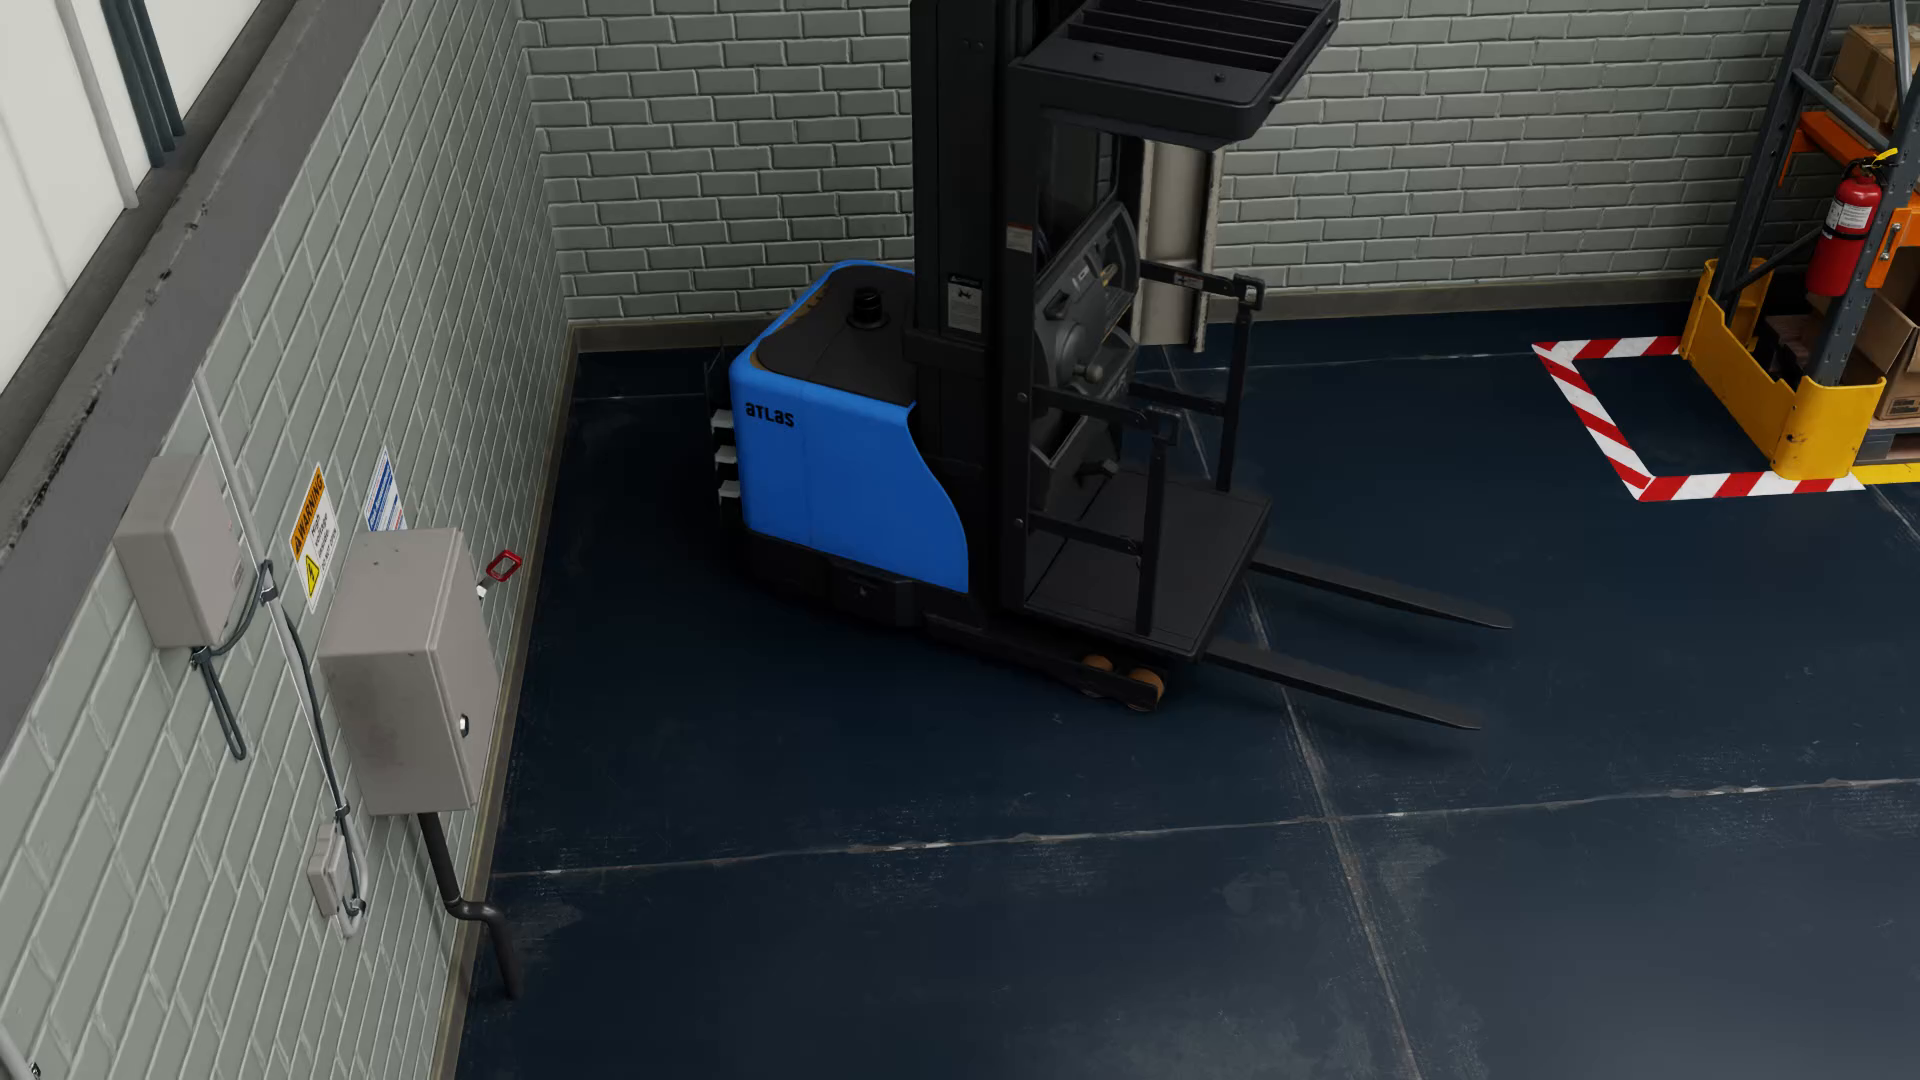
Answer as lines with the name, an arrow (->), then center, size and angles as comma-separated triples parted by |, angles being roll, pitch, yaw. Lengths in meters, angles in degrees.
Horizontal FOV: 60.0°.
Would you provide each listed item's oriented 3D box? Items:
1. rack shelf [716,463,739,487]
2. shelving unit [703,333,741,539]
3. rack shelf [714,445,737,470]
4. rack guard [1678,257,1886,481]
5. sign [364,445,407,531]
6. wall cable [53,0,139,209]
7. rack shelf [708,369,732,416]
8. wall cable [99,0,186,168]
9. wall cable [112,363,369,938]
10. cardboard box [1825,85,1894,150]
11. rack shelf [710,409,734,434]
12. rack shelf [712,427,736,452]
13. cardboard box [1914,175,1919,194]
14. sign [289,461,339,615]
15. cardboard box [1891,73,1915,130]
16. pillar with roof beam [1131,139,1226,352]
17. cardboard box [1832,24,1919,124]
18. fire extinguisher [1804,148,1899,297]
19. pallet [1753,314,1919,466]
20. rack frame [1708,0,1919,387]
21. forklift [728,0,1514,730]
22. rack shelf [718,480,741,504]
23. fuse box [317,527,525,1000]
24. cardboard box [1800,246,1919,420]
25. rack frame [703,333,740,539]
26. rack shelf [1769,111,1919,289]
rack shelf -> -0.908, -0.320, 7.129 | 0.200, 0.077, 0.258 | 7, 39, 9
shelving unit -> -0.908, -0.417, 7.052 | 0.210, 0.900, 0.258 | 7, 39, 9
rack shelf -> -0.908, -0.391, 7.073 | 0.200, 0.077, 0.258 | 7, 39, 9
rack guard -> 3.872, -0.834, 7.903 | 0.348, 0.500, 1.175 | -3, 38, -4
sign -> -1.666, 0.015, 4.886 | 0.001, 0.494, 0.329 | -3, 38, -4
wall cable -> -1.465, -1.082, 1.357 | 0.029, 3.000, 2.355 | -3, 38, -4
rack shelf -> -0.908, -0.603, 6.906 | 0.200, 0.077, 0.258 | 7, 39, 9
wall cable -> -1.674, -2.818, 3.526 | 0.133, 3.039, 2.988 | -3, 38, -4
wall cable -> -1.512, 0.302, 3.626 | 0.122, 1.984, 0.588 | -3, 38, -4
cardboard box -> 4.103, -1.896, 7.435 | 0.250, 0.149, 0.380 | -4, 38, -4
rack shelf -> -0.908, -0.532, 6.961 | 0.200, 0.077, 0.258 | 7, 39, 9
rack shelf -> -0.908, -0.462, 7.017 | 0.200, 0.077, 0.258 | 7, 39, 9
cardboard box -> 4.148, -1.561, 7.010 | 0.250, 0.149, 0.380 | -3, 38, -4
sign -> -1.617, -0.008, 4.172 | 0.001, 0.242, 0.339 | -3, 38, -4
cardboard box -> 4.272, -1.728, 6.899 | 0.500, 0.250, 0.500 | -3, 38, -4
pillar with roof beam -> 1.412, -1.918, 2.416 | 0.400, 9.000, 9.100 | -3, 38, -4
cardboard box -> 4.231, -2.058, 7.318 | 0.500, 0.250, 0.500 | -2, 38, -3
fire extinguisher -> 3.691, -1.341, 6.892 | 0.183, 0.674, 0.296 | -3, 38, -4
pallet -> 4.666, -0.765, 8.049 | 1.213, 0.211, 1.003 | -3, 38, -4
rack frame -> 3.796, -1.811, 7.124 | 0.127, 3.000, 1.000 | -3, 38, -4
forklift -> 0.652, -0.867, 5.983 | 3.031, 2.935, 1.130 | 16, 41, 19
rack shelf -> -0.908, -0.250, 7.184 | 0.200, 0.077, 0.258 | 7, 39, 9
fuse box -> -1.416, 0.777, 4.884 | 0.414, 1.711, 0.539 | -3, 38, -4
cardboard box -> 4.414, -0.971, 7.735 | 0.637, 0.503, 0.797 | -5, 39, -6
rack frame -> -1.008, -0.429, 7.067 | 0.006, 0.900, 0.240 | 7, 39, 9
rack shelf -> 5.788, -1.638, 7.486 | 4.000, 0.370, 1.077 | -3, 38, -4
